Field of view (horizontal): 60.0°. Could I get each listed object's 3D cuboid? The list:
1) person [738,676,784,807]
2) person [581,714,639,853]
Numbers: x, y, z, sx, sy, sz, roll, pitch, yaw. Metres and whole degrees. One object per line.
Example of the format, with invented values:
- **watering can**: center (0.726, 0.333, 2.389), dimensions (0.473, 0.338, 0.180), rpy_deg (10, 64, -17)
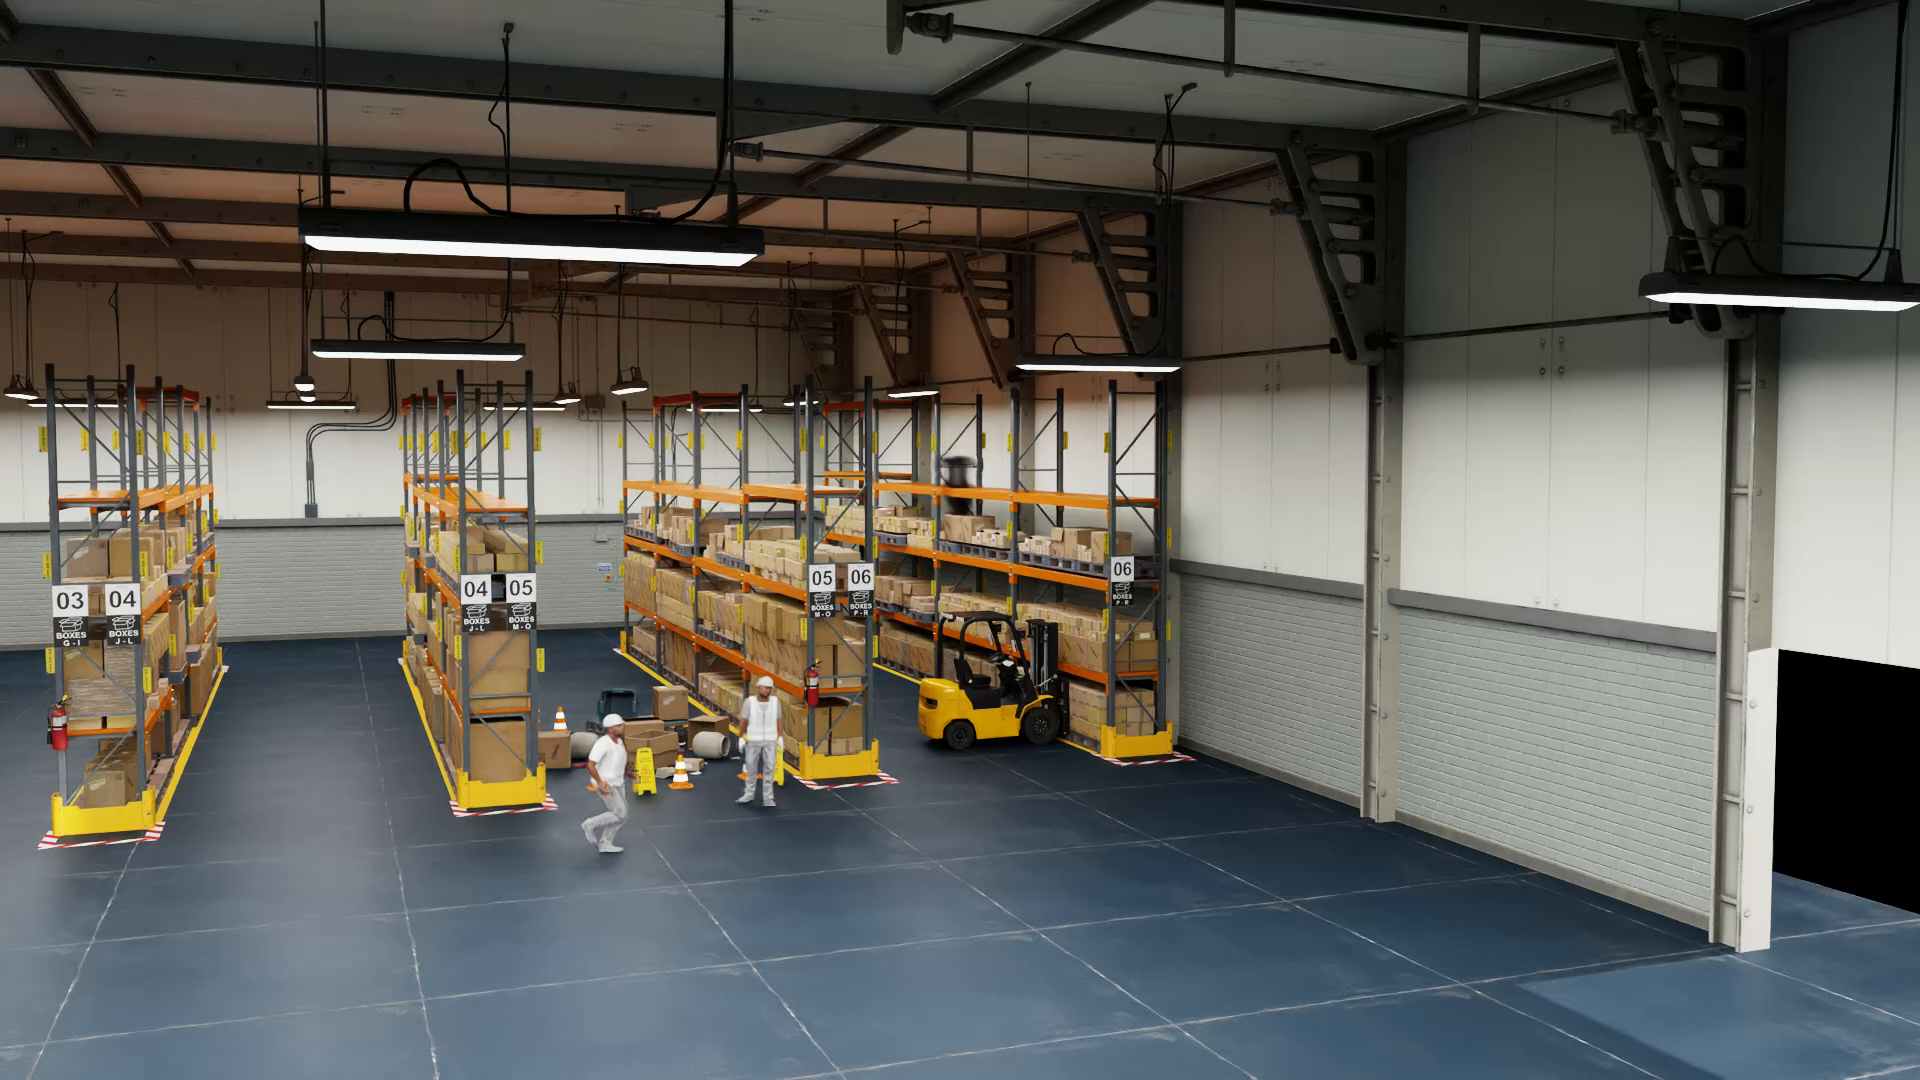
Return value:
- **person**: center (-2.756, 2.771, 22.967), dimensions (0.623, 1.785, 0.498), rpy_deg (-1, 3, -15)
- **person**: center (-4.277, 2.965, 20.257), dimensions (0.624, 1.705, 0.696), rpy_deg (1, 3, 14)
